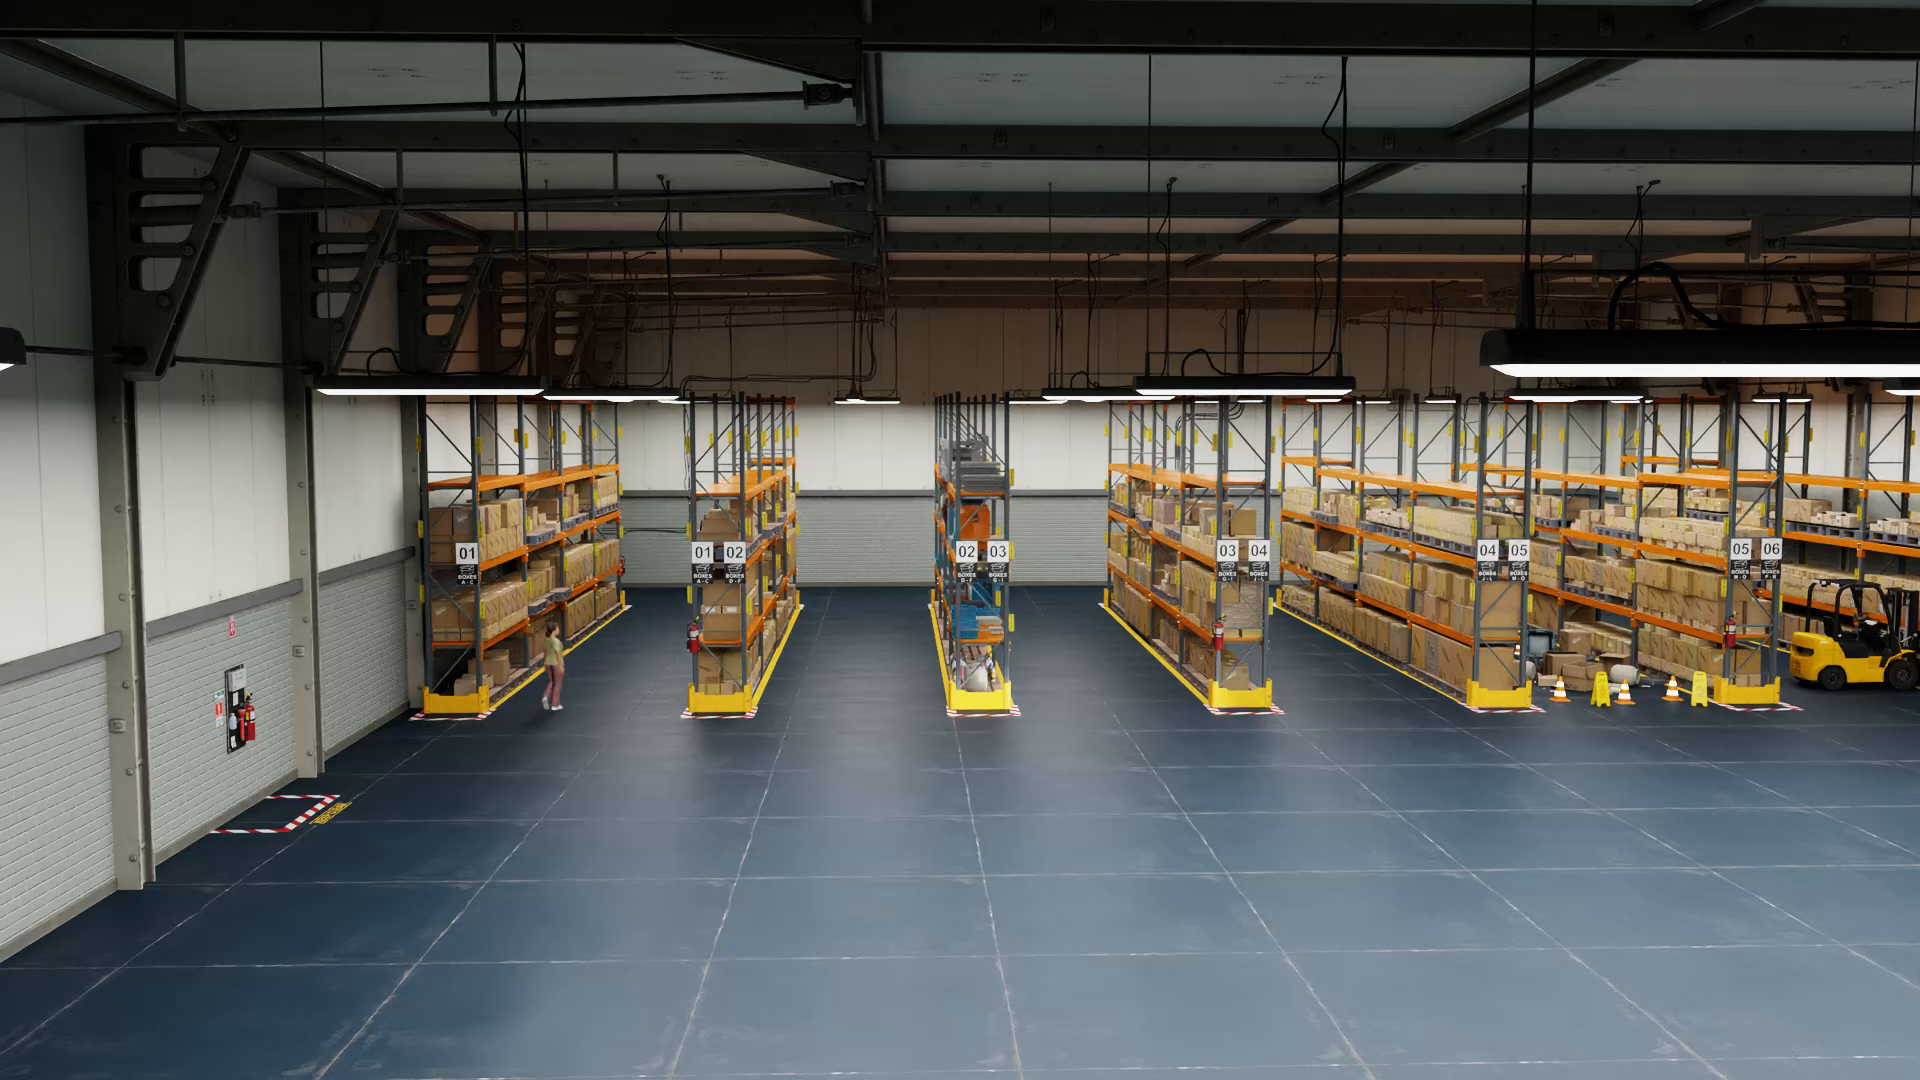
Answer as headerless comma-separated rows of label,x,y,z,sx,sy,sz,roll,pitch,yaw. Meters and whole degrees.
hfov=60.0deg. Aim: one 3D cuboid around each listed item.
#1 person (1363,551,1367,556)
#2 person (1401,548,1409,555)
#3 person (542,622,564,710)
person,11.669,1.092,48.029,0.918,1.544,0.539,3,5,33
person,13.565,0.806,50.936,0.526,1.694,0.433,-2,5,-22
person,-7.647,2.383,31.237,0.457,1.644,0.485,2,5,24
